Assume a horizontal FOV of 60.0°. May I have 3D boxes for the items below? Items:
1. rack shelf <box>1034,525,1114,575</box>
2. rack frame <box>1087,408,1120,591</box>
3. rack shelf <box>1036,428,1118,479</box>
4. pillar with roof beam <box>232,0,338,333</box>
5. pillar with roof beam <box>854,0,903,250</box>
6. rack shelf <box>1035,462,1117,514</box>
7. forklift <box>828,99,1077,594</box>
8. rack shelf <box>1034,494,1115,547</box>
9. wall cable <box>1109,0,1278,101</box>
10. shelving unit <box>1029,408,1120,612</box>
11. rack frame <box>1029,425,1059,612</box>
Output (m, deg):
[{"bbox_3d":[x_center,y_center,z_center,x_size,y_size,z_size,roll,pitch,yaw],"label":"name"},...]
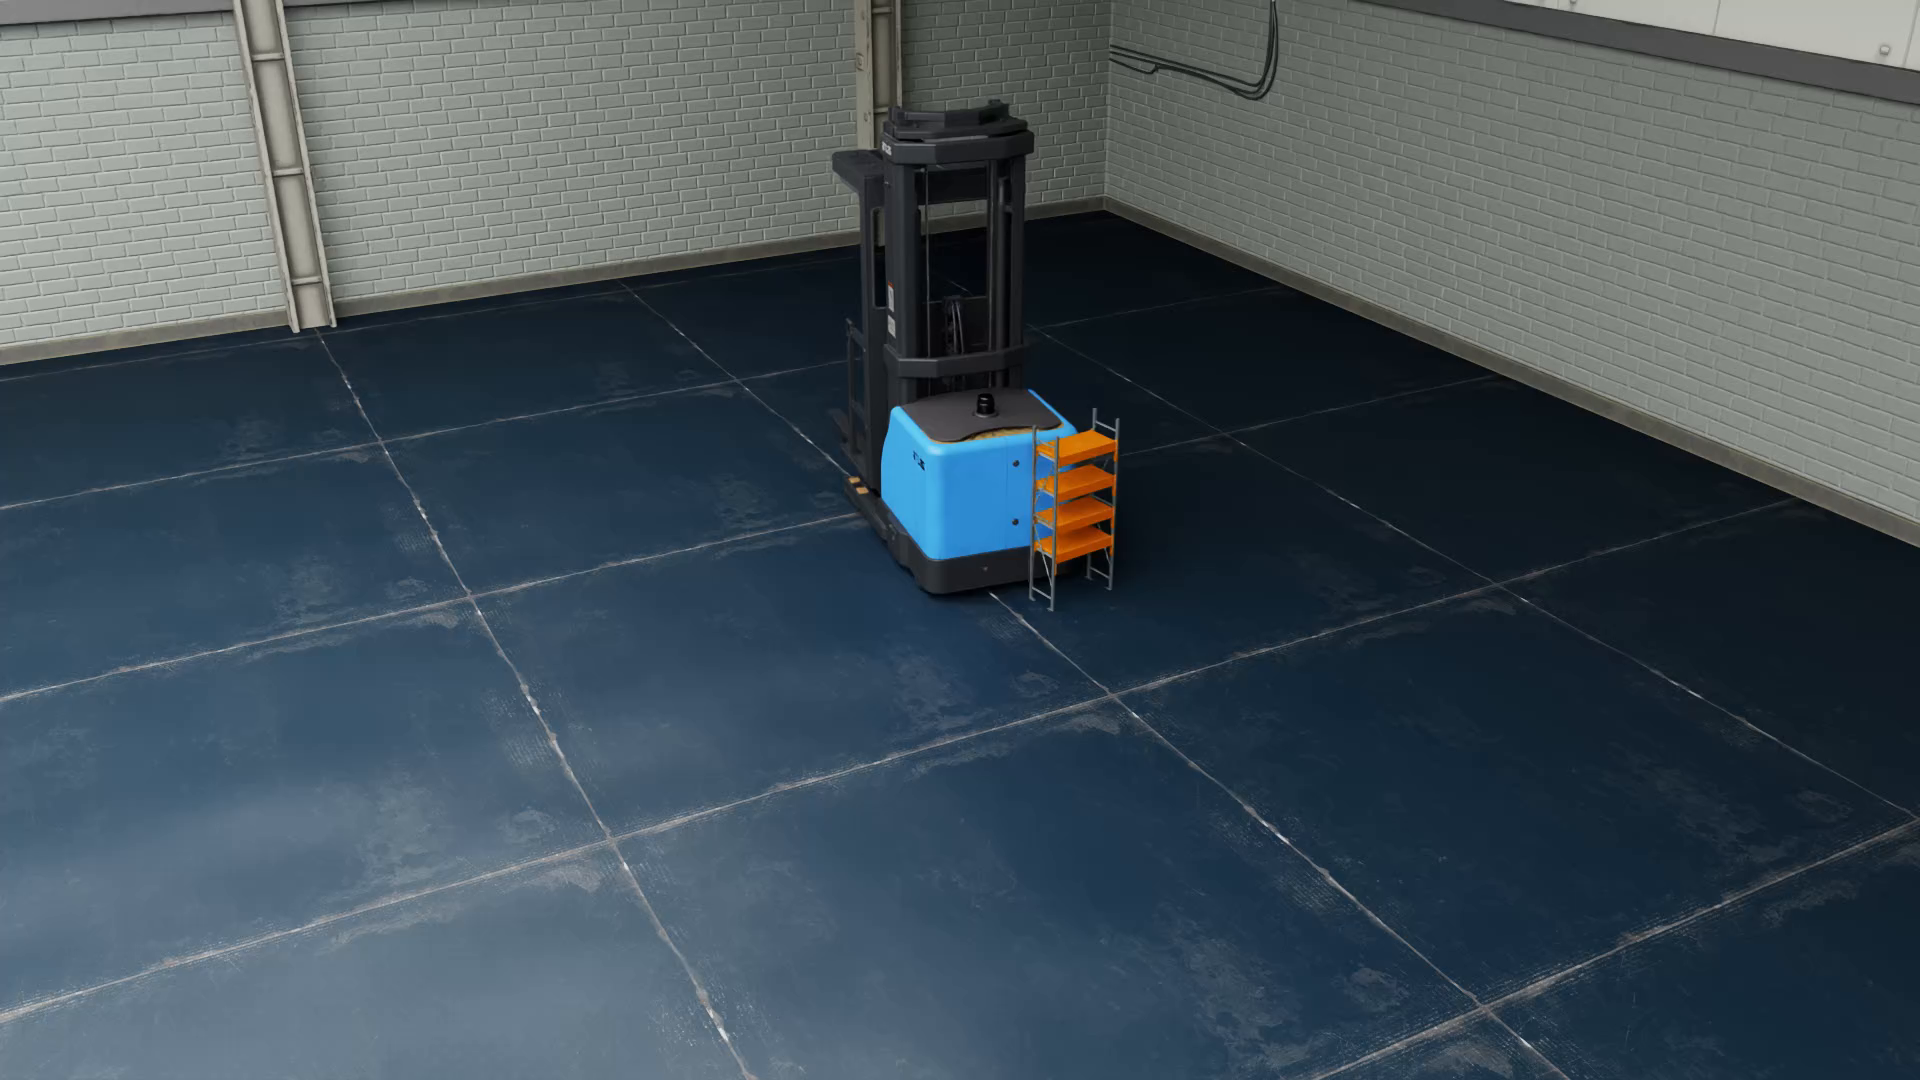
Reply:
[{"bbox_3d":[0.722,0.051,10.673,0.480,0.148,0.258,-18,31,-32],"label":"rack shelf"},{"bbox_3d":[0.919,-0.251,10.688,0.015,1.200,0.240,-18,31,-32],"label":"rack frame"},{"bbox_3d":[0.722,-0.543,10.388,0.480,0.148,0.258,-18,31,-32],"label":"rack shelf"},{"bbox_3d":[-4.124,-4.457,10.437,0.400,9.000,9.100,-13,29,-25],"label":"pillar with roof beam"},{"bbox_3d":[1.170,-5.679,12.983,0.400,9.000,9.100,-13,29,-25],"label":"pillar with roof beam"},{"bbox_3d":[0.722,-0.329,10.490,0.480,0.148,0.258,-18,31,-32],"label":"rack shelf"},{"bbox_3d":[-0.213,-1.591,11.480,1.130,2.935,3.031,-9,27,-18],"label":"forklift"},{"bbox_3d":[0.722,-0.128,10.587,0.480,0.148,0.258,-18,31,-32],"label":"rack shelf"},{"bbox_3d":[2.366,-6.018,17.277,0.112,2.526,3.097,-13,29,-25],"label":"wall cable"},{"bbox_3d":[0.722,-0.188,10.558,0.503,1.200,0.258,-18,31,-32],"label":"shelving unit"},{"bbox_3d":[0.525,-0.126,10.428,0.015,1.200,0.240,-18,31,-32],"label":"rack frame"}]
